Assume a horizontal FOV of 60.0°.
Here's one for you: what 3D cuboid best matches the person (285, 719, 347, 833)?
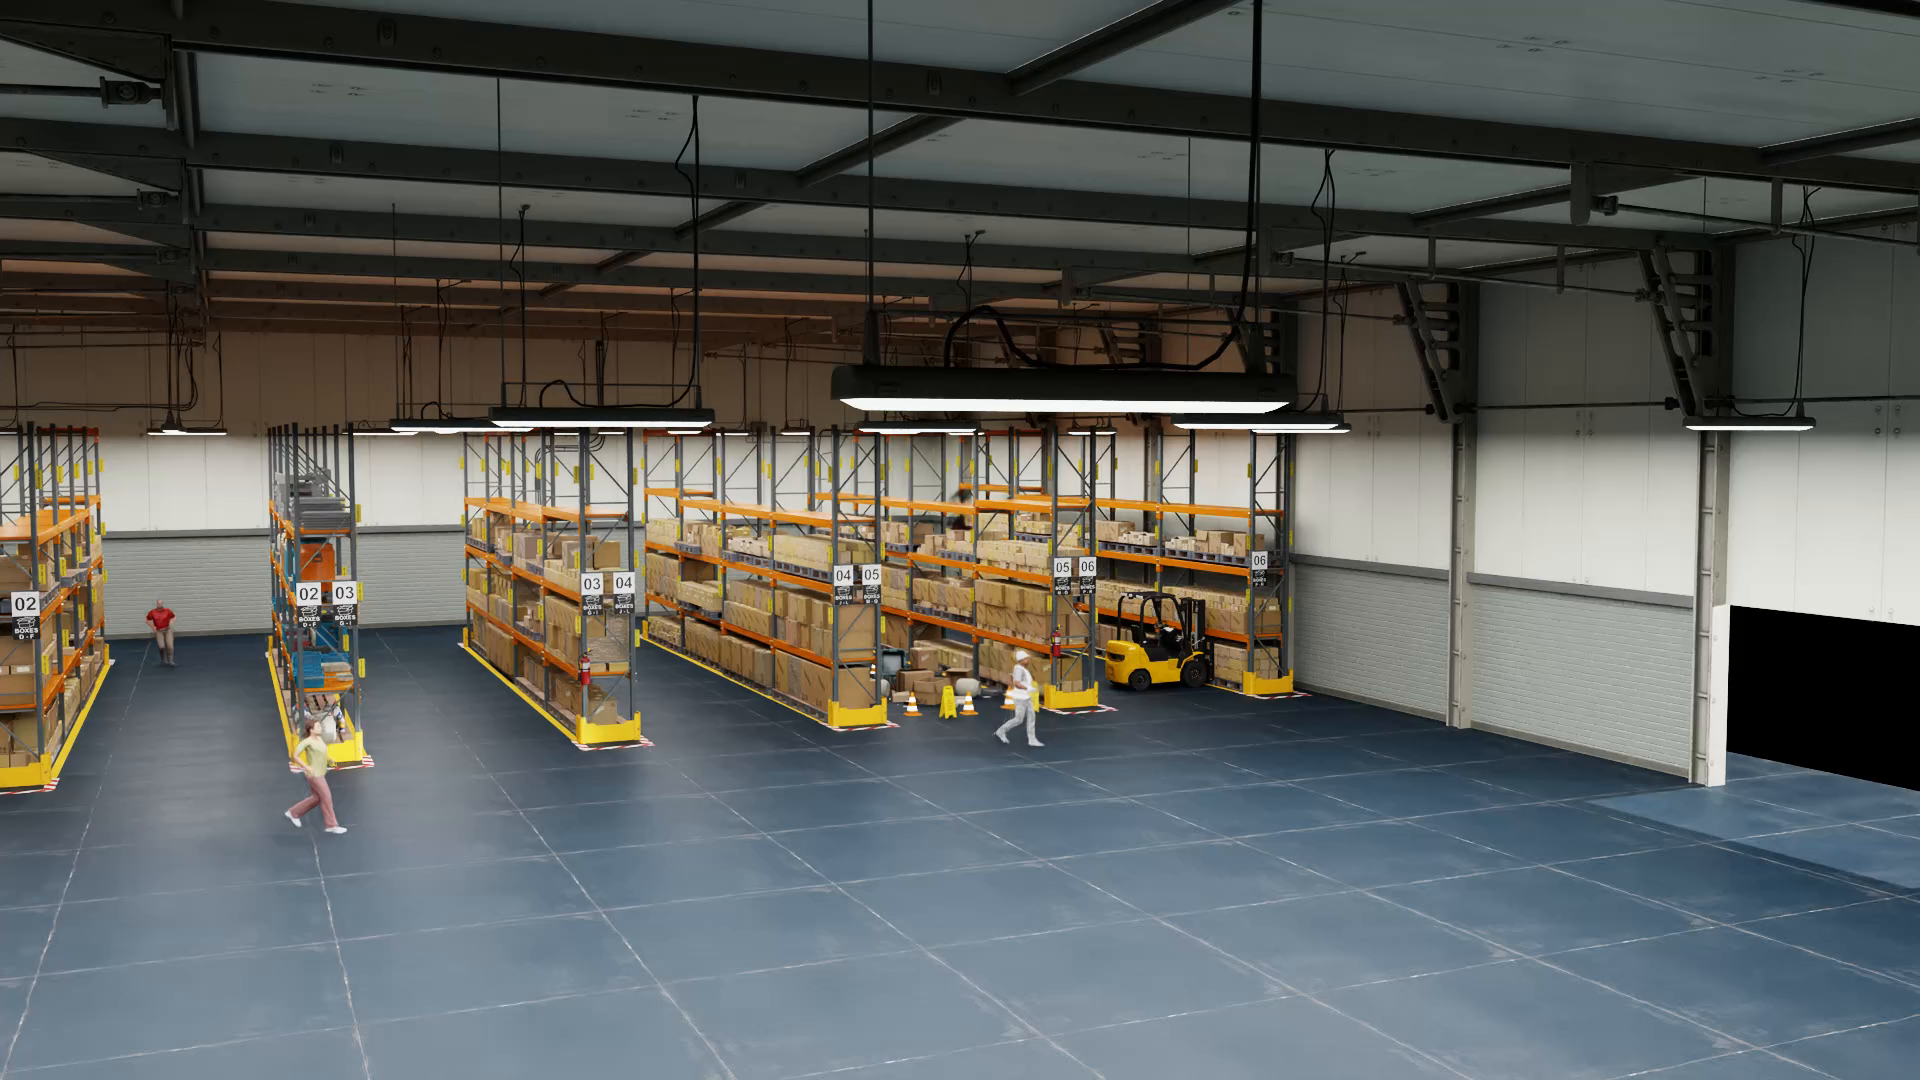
[{"bbox_3d":[-9.328,3.405,24.023,0.914,1.656,0.589,0,3,1],"label":"person"}]

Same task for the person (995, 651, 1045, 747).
[{"bbox_3d":[1.117,2.947,30.845,0.917,1.783,0.679,1,4,13],"label":"person"}]

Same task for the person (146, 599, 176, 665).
[{"bbox_3d":[-20.056,2.332,41.807,0.672,1.679,0.611,-2,4,-33],"label":"person"}]

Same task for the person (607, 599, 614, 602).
[{"bbox_3d":[-10.072,1.956,47.322,0.710,1.755,0.914,1,4,14],"label":"person"}]
